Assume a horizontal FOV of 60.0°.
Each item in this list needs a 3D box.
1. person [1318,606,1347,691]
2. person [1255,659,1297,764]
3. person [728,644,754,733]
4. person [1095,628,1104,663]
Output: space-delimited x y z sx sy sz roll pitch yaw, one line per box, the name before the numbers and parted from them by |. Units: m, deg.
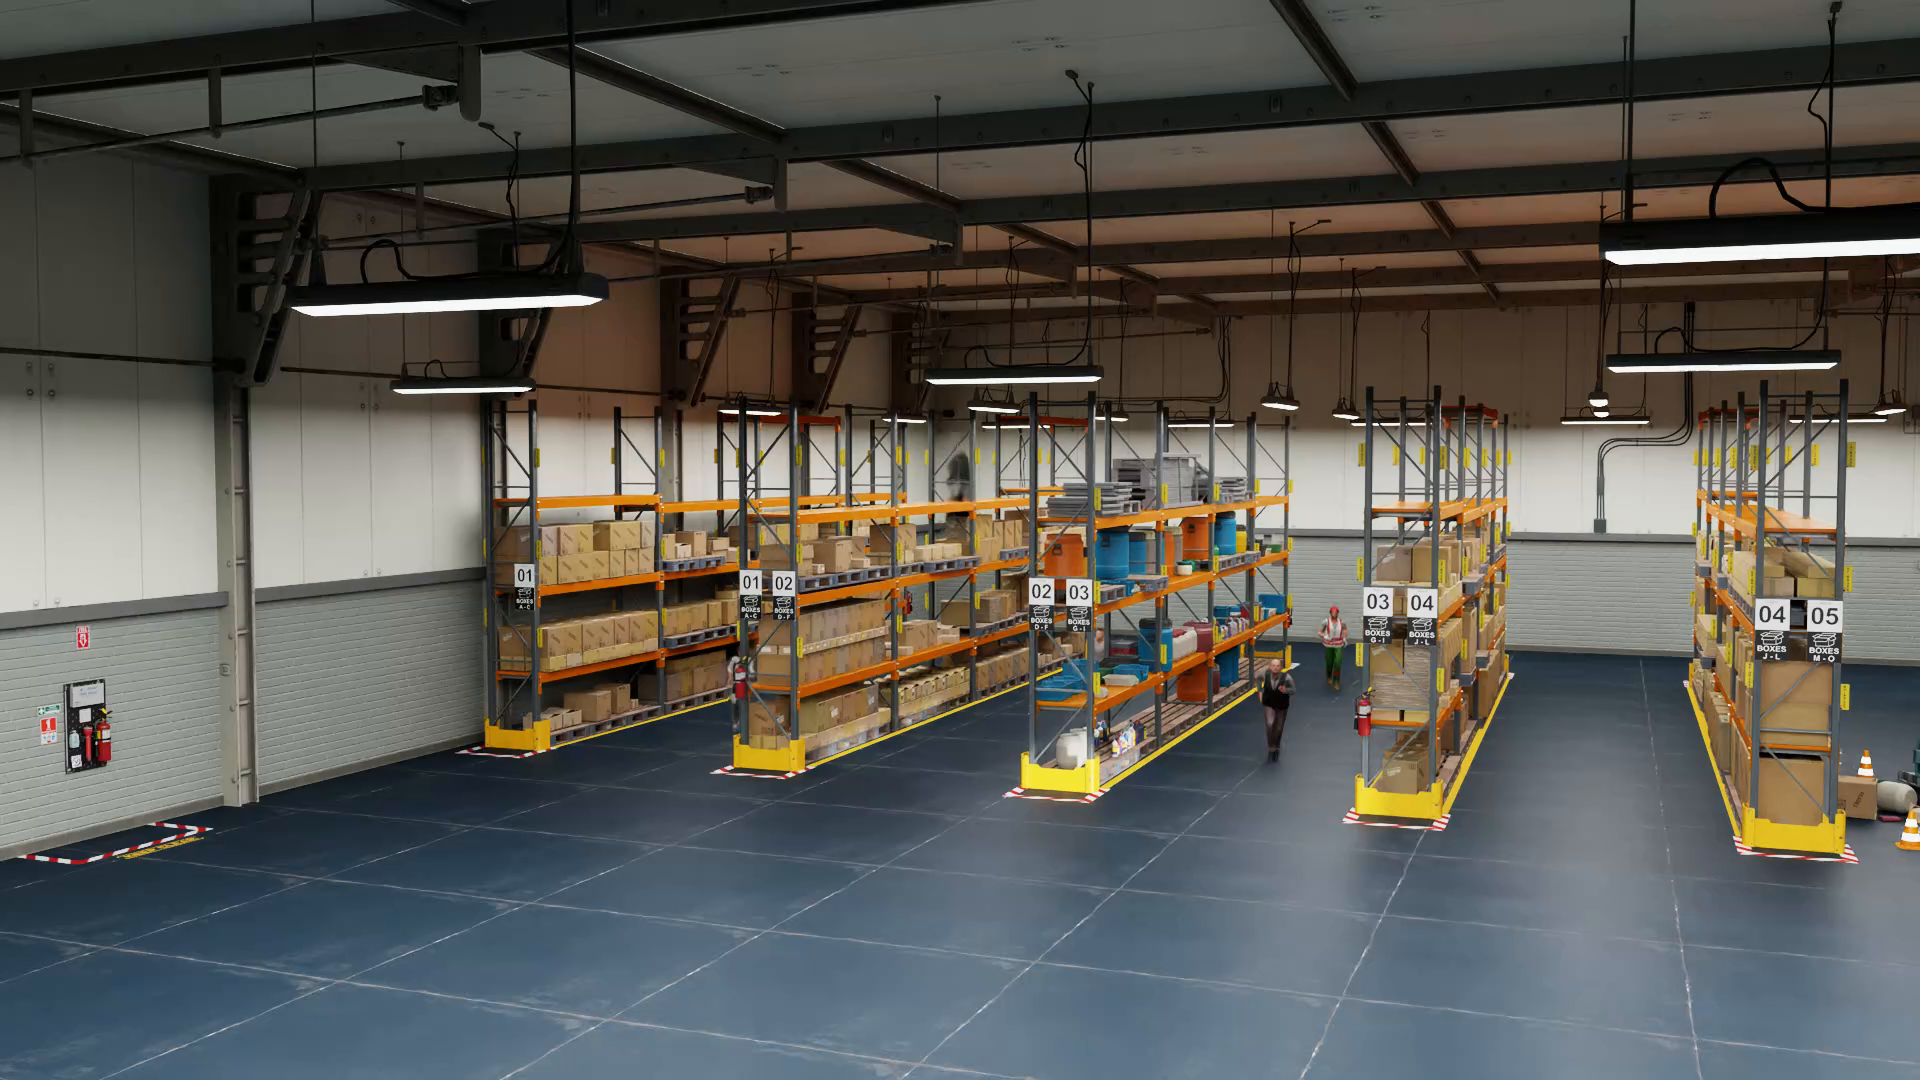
person | 8.075 2.325 36.027 0.649 1.795 0.923 0 3 8
person | 5.219 2.806 27.511 0.650 1.721 0.944 0 3 7
person | -4.016 2.705 30.374 0.507 1.624 0.688 0 3 1
person | 2.853 2.560 33.767 0.557 1.604 0.735 1 3 13
